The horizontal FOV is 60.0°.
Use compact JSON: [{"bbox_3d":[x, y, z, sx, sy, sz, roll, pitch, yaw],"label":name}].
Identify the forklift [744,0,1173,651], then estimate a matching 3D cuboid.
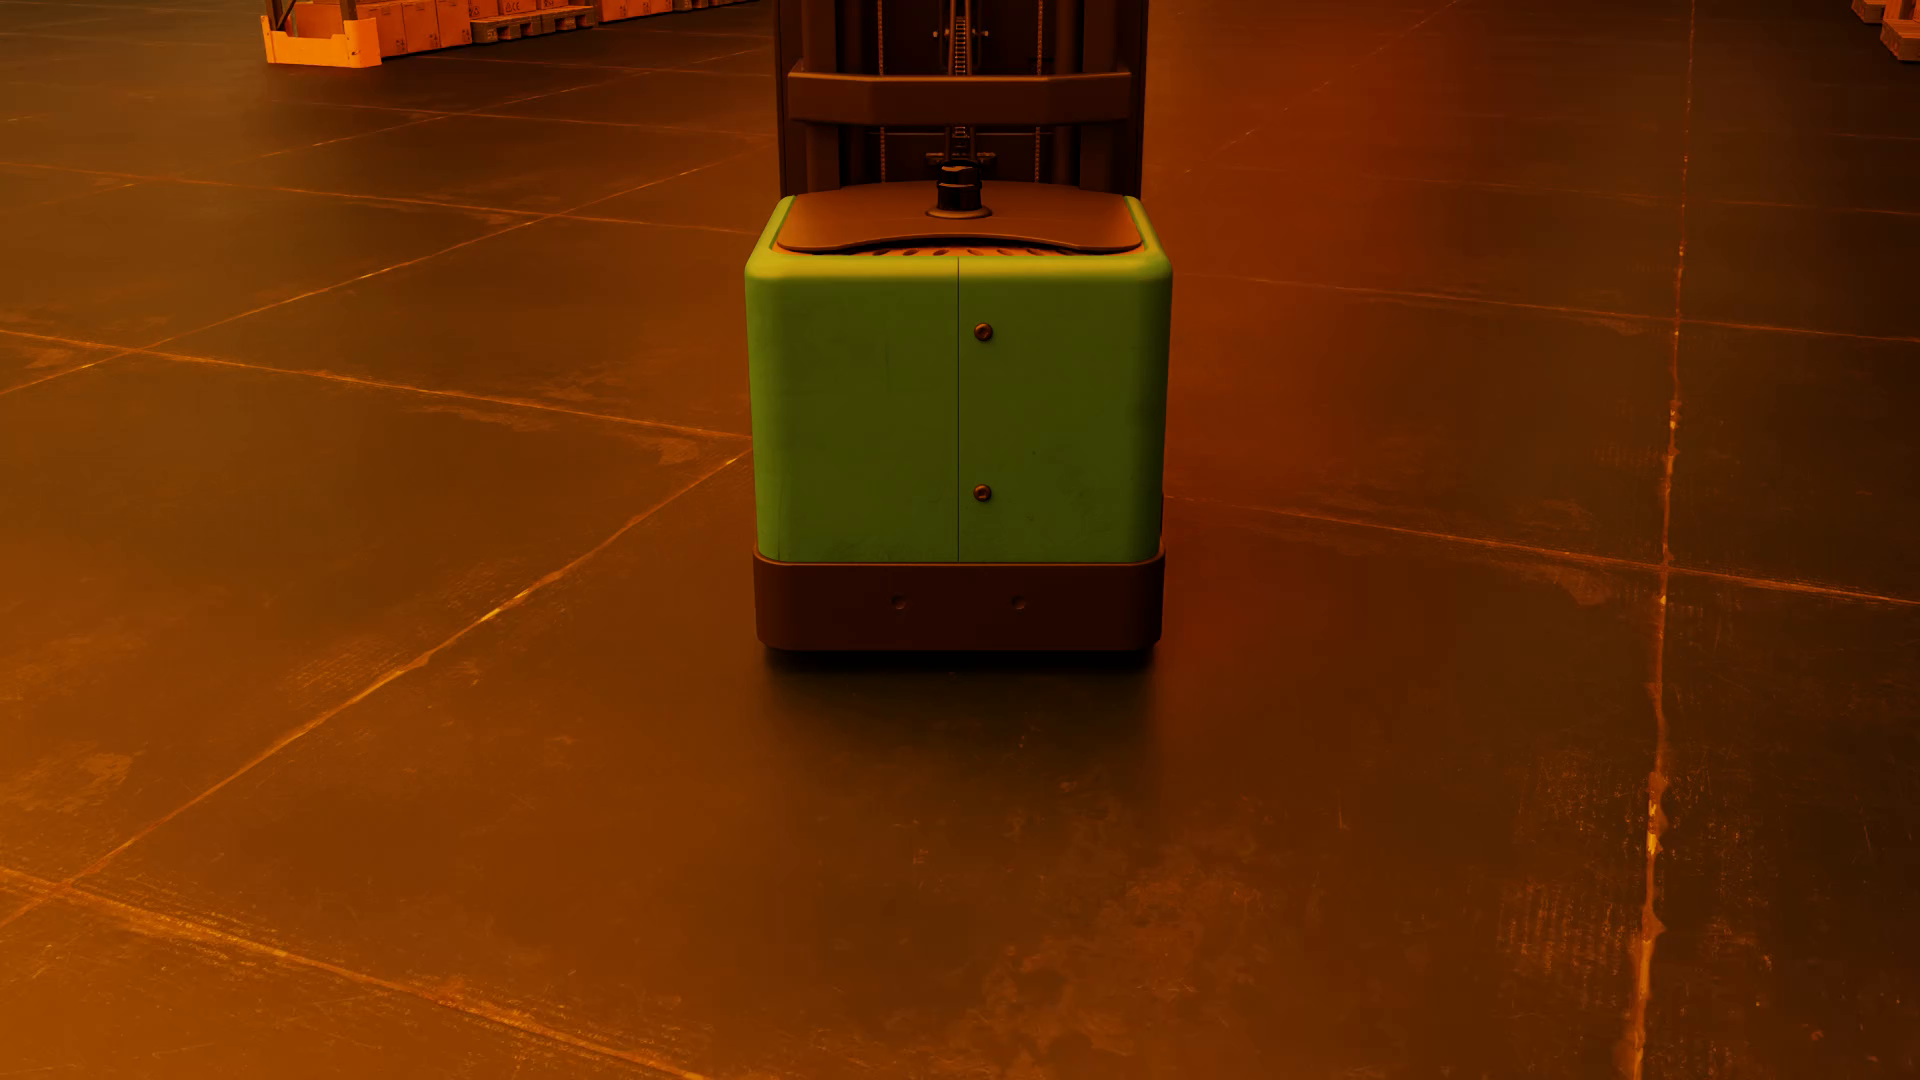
[{"bbox_3d":[0.002,-1.587,5.089,1.130,2.935,3.031,0,23,0],"label":"forklift"}]
